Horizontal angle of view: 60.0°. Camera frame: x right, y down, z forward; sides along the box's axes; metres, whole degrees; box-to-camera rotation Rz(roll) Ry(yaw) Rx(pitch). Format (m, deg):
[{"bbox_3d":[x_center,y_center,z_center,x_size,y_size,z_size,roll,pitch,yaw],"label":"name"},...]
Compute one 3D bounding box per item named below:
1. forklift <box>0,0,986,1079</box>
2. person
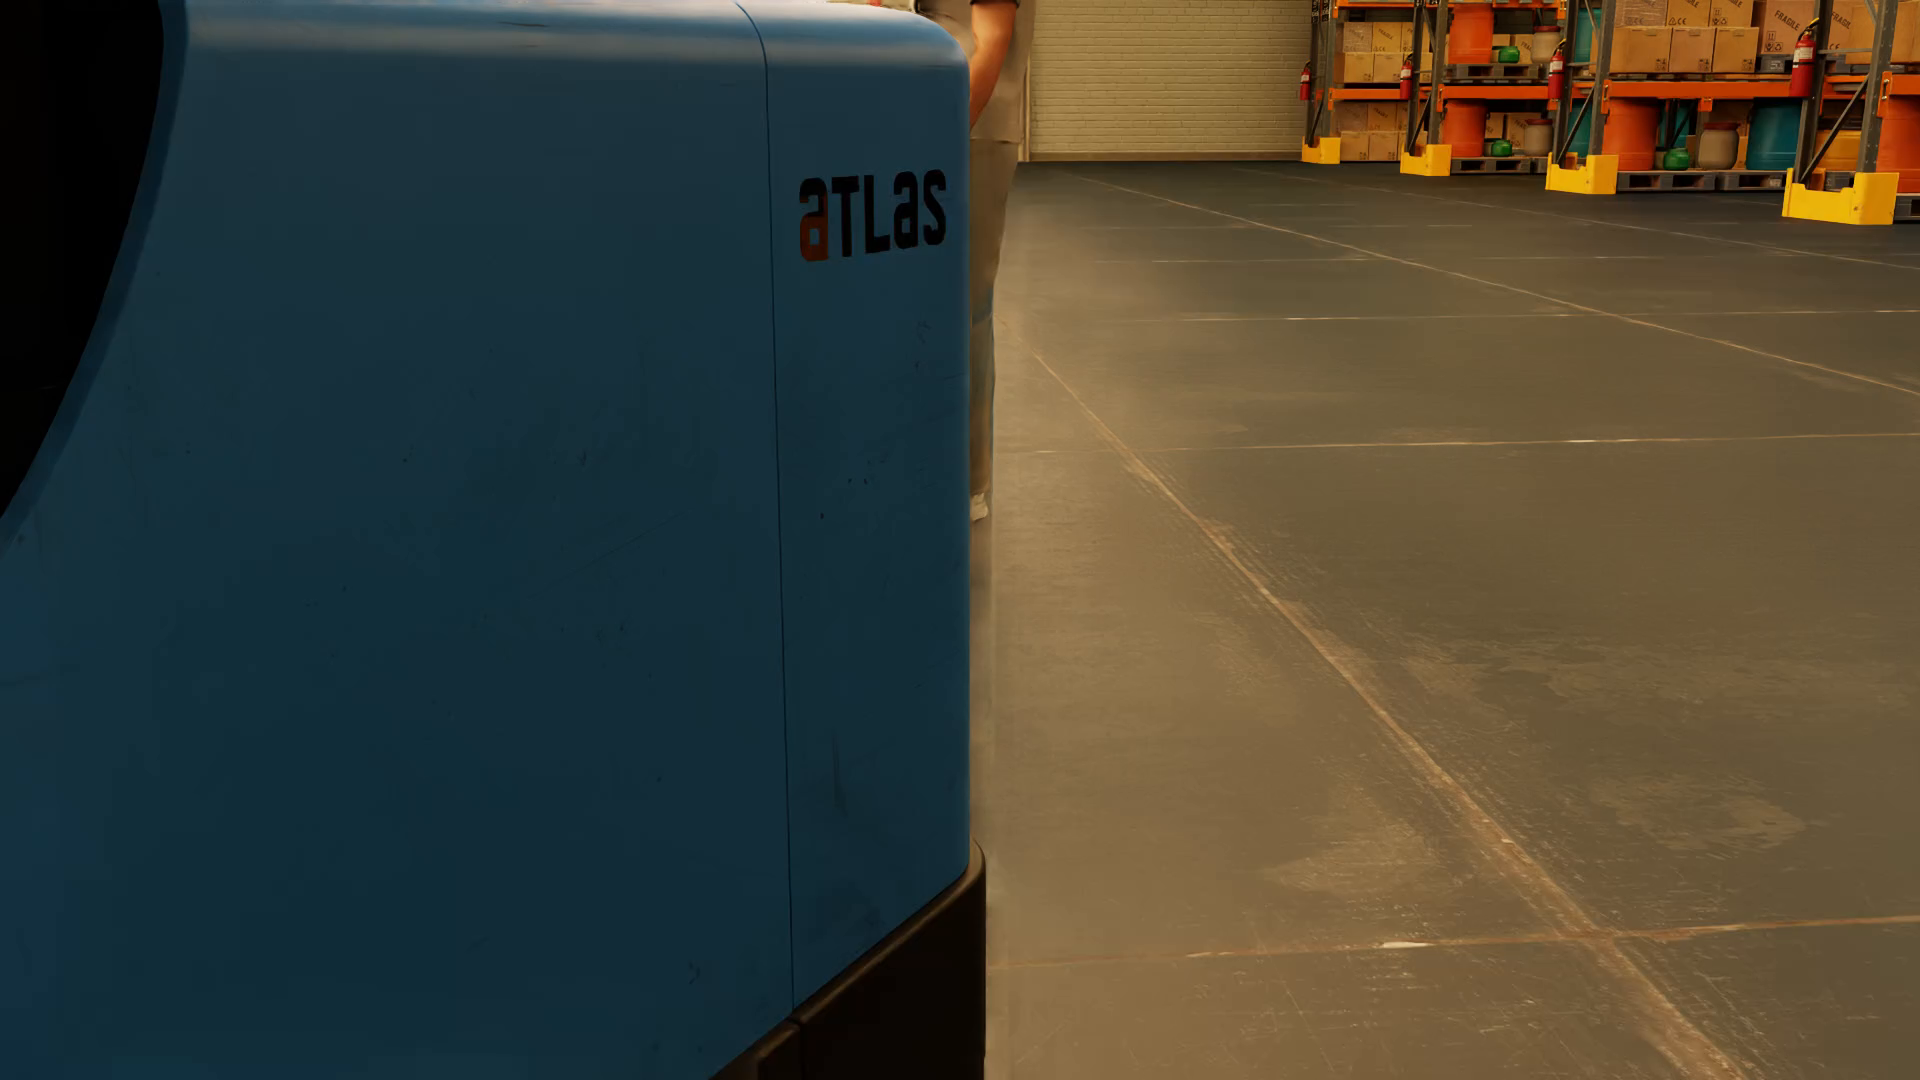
[{"bbox_3d":[-1.138,-0.556,0.285,1.130,2.935,3.031,8,17,28],"label":"forklift"},{"bbox_3d":[-0.075,-0.858,3.716,0.547,1.673,0.549,-1,15,-5],"label":"person"}]
